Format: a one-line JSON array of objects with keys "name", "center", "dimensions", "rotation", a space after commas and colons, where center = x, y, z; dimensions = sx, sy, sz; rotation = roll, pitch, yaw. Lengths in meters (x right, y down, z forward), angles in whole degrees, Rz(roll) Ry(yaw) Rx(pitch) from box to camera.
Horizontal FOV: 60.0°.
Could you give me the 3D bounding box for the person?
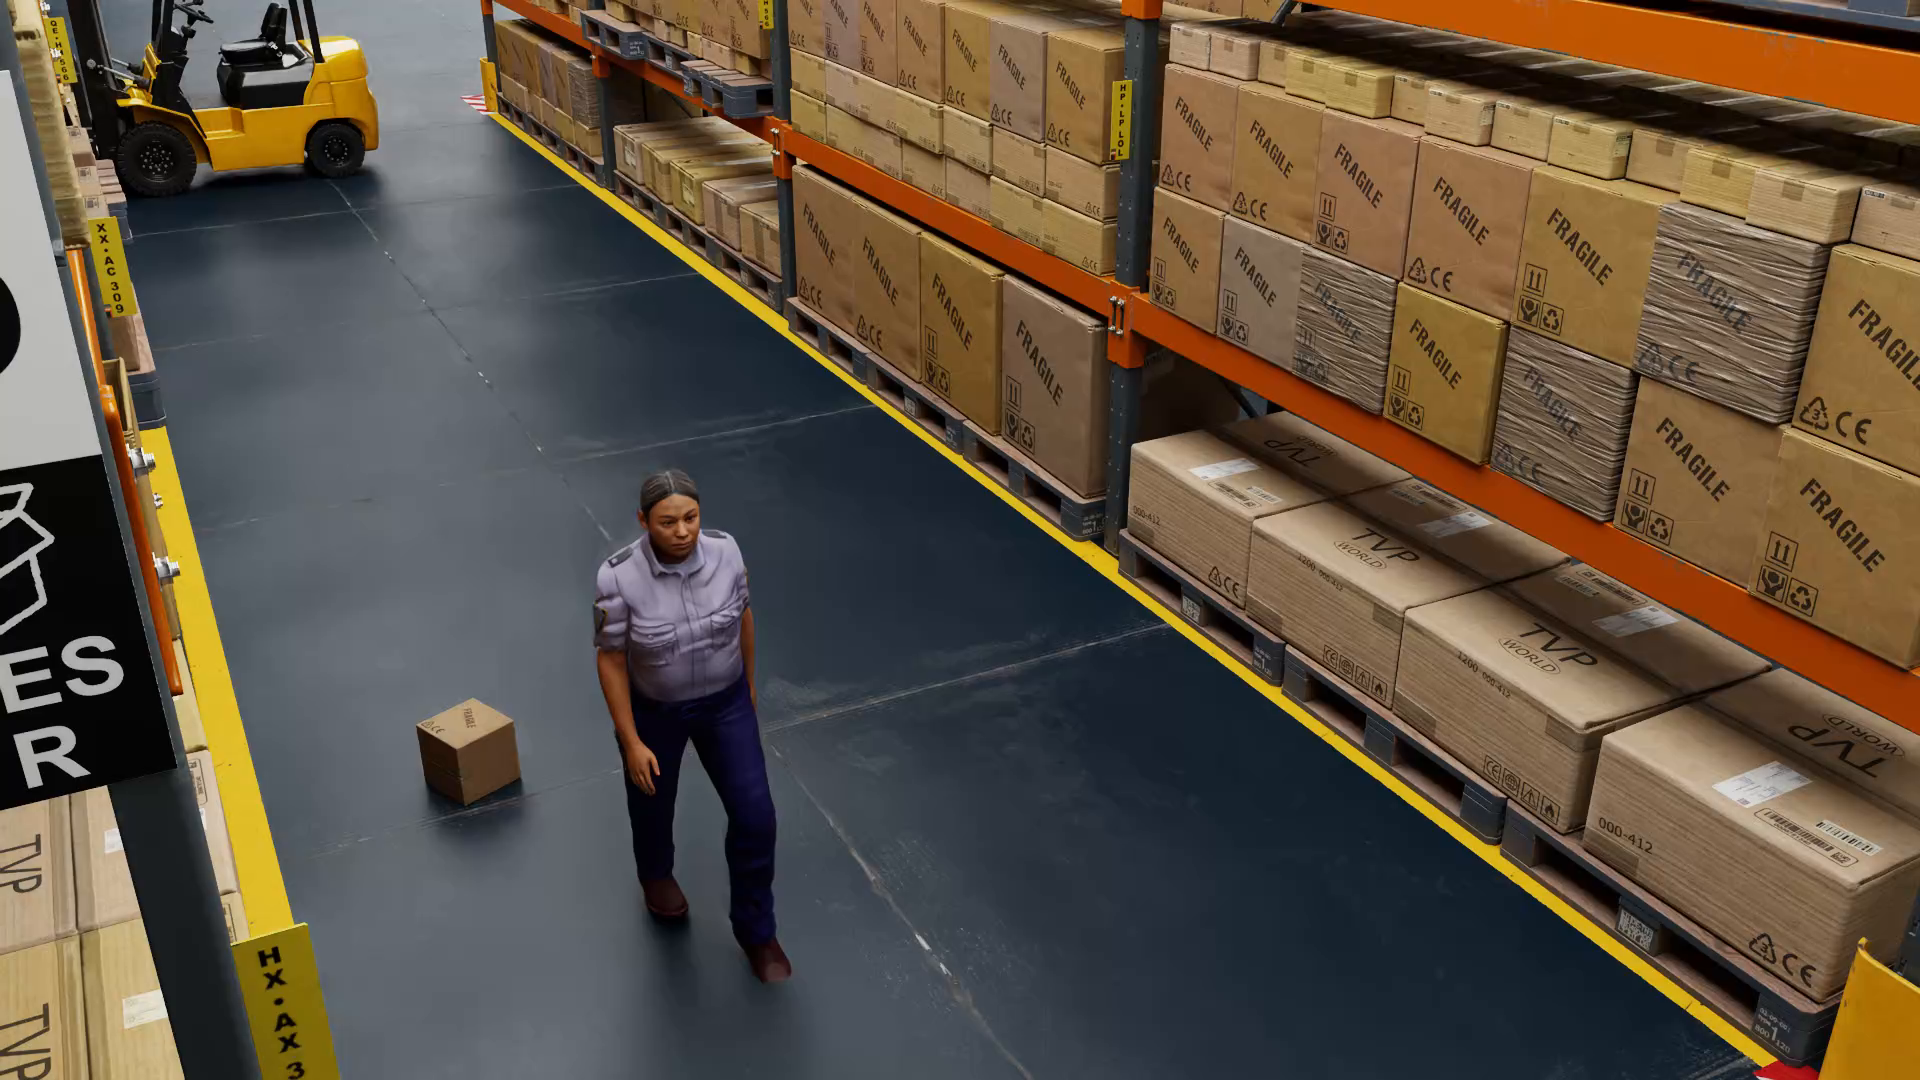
[{"name": "person", "center": [-0.832, 0.557, 5.036], "dimensions": [0.509, 1.709, 0.709], "rotation": [-11, 28, -21]}]
